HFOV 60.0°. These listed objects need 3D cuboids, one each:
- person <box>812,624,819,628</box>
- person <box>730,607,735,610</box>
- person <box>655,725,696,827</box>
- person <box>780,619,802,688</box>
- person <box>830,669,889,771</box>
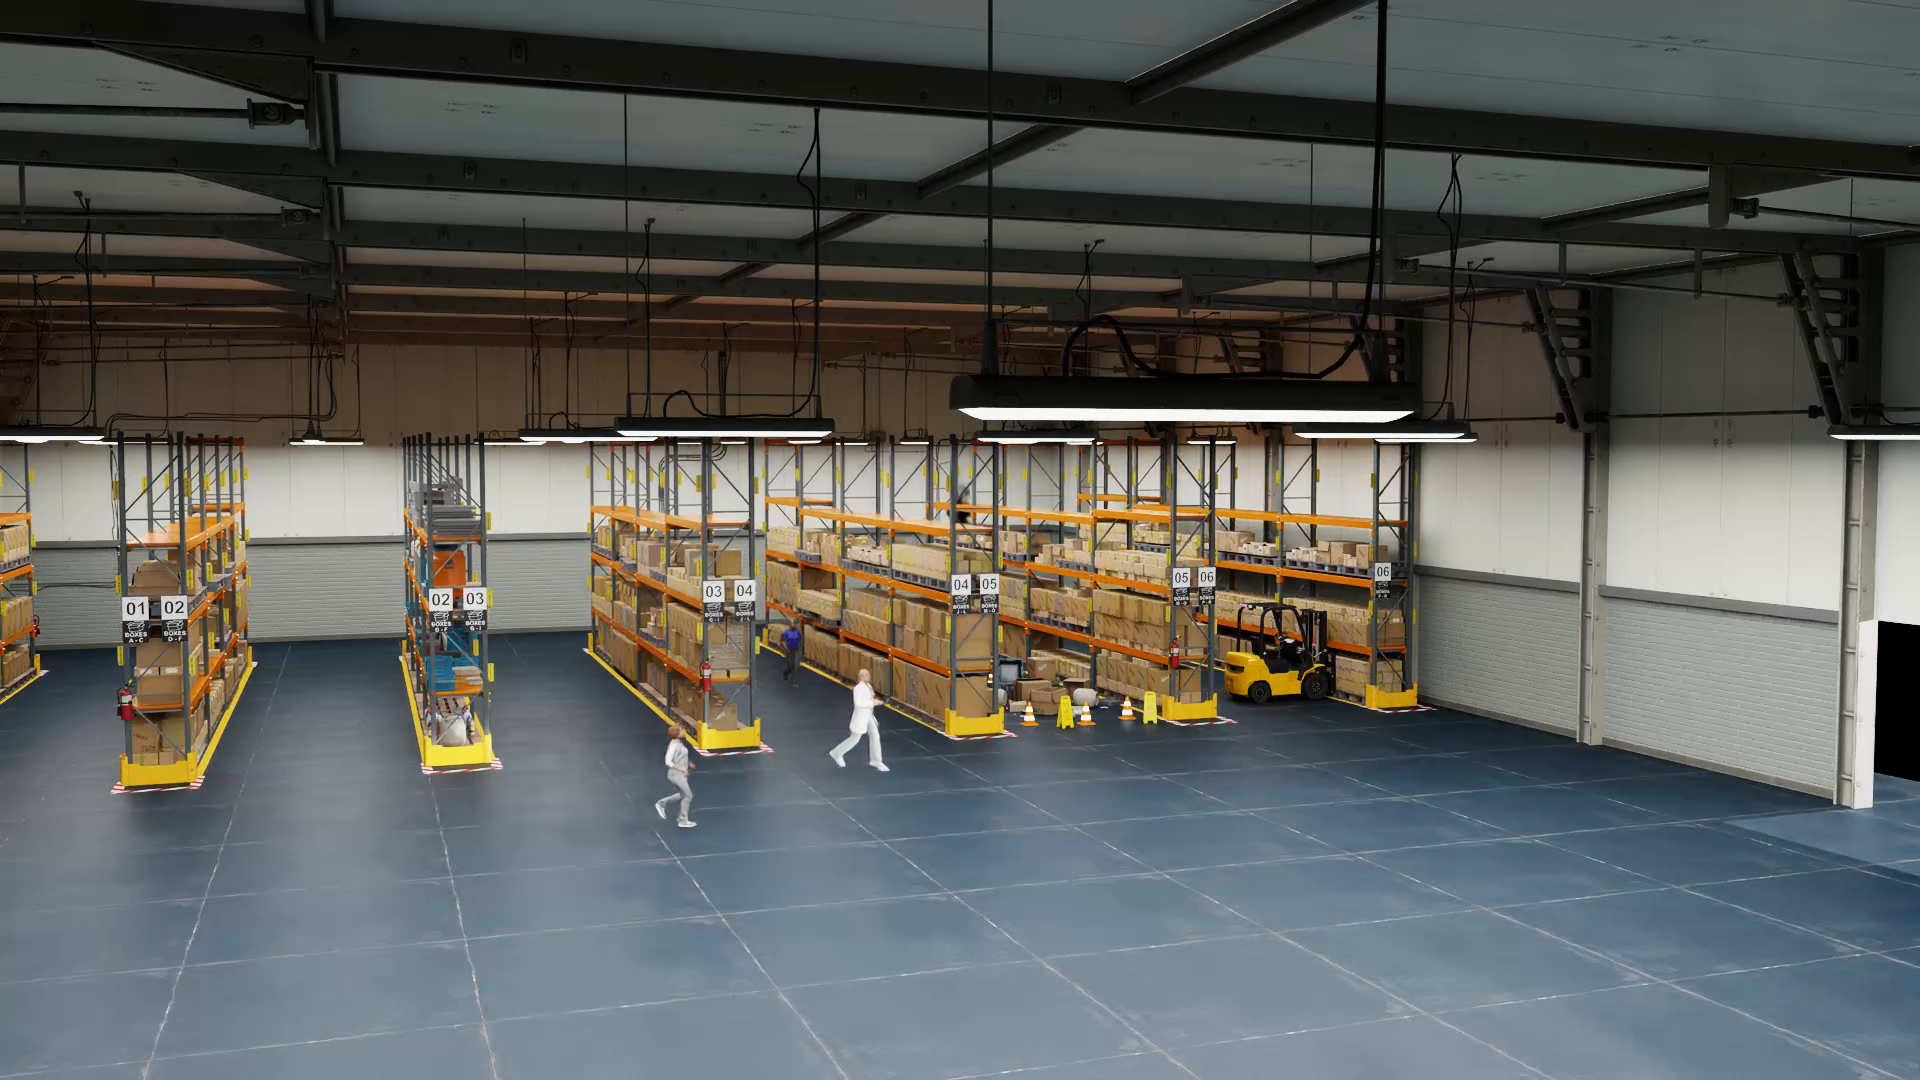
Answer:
[{"bbox_3d":[-4.459,1.863,49.432,0.531,1.660,0.700,2,4,28],"label":"person"},{"bbox_3d":[-6.817,2.217,47.847,0.714,1.695,0.557,1,3,23],"label":"person"},{"bbox_3d":[-4.297,3.554,25.052,0.637,1.551,0.540,0,3,0],"label":"person"},{"bbox_3d":[-4.029,2.701,39.844,0.593,1.618,0.727,-2,4,-30],"label":"person"},{"bbox_3d":[-1.779,3.190,29.569,1.049,1.813,0.724,1,3,21],"label":"person"}]
